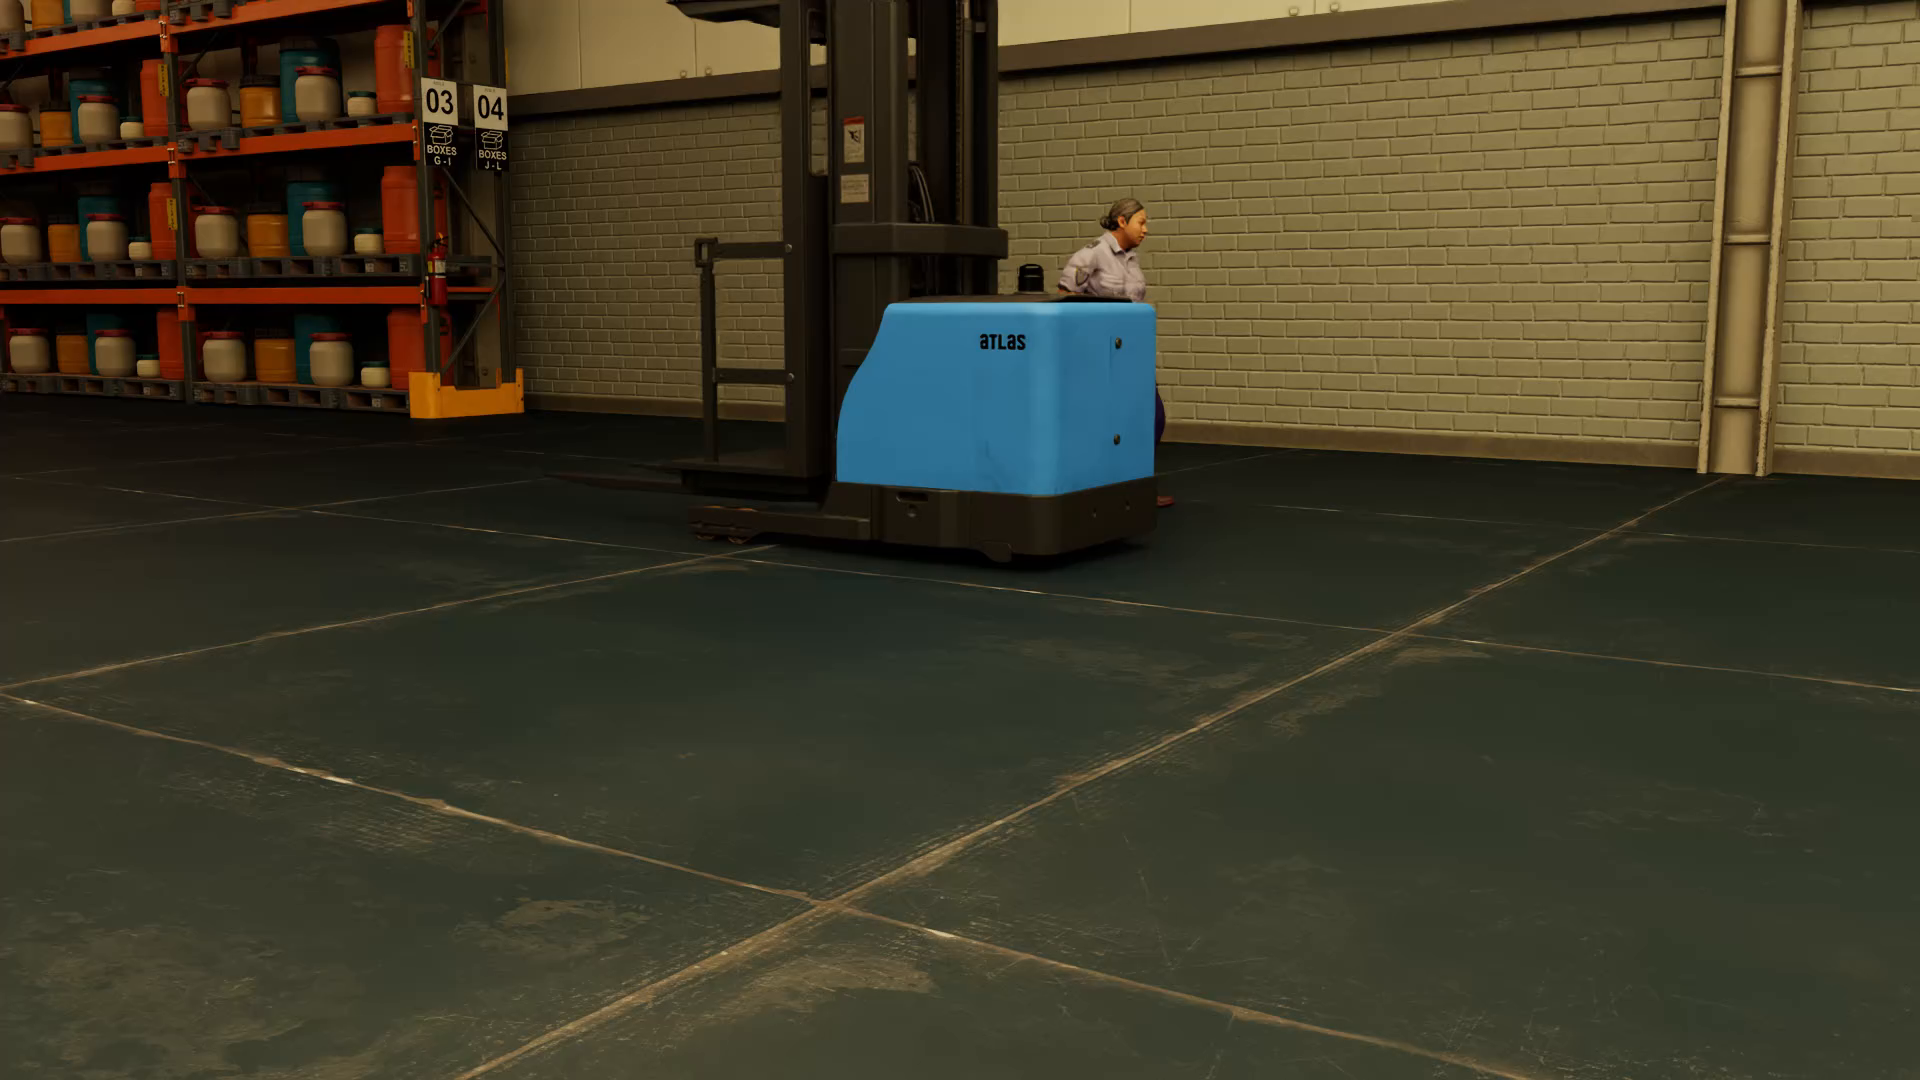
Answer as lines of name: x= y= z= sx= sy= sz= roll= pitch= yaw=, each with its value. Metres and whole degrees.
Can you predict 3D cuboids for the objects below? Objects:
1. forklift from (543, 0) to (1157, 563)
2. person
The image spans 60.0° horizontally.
forklift: x=-0.640 y=-1.488 z=7.660 sx=3.031 sy=2.935 sz=1.130 roll=5 pitch=10 yaw=32
person: x=0.754 y=-0.933 z=8.584 sx=0.820 sy=1.616 sz=0.402 roll=-8 pitch=11 yaw=-44
